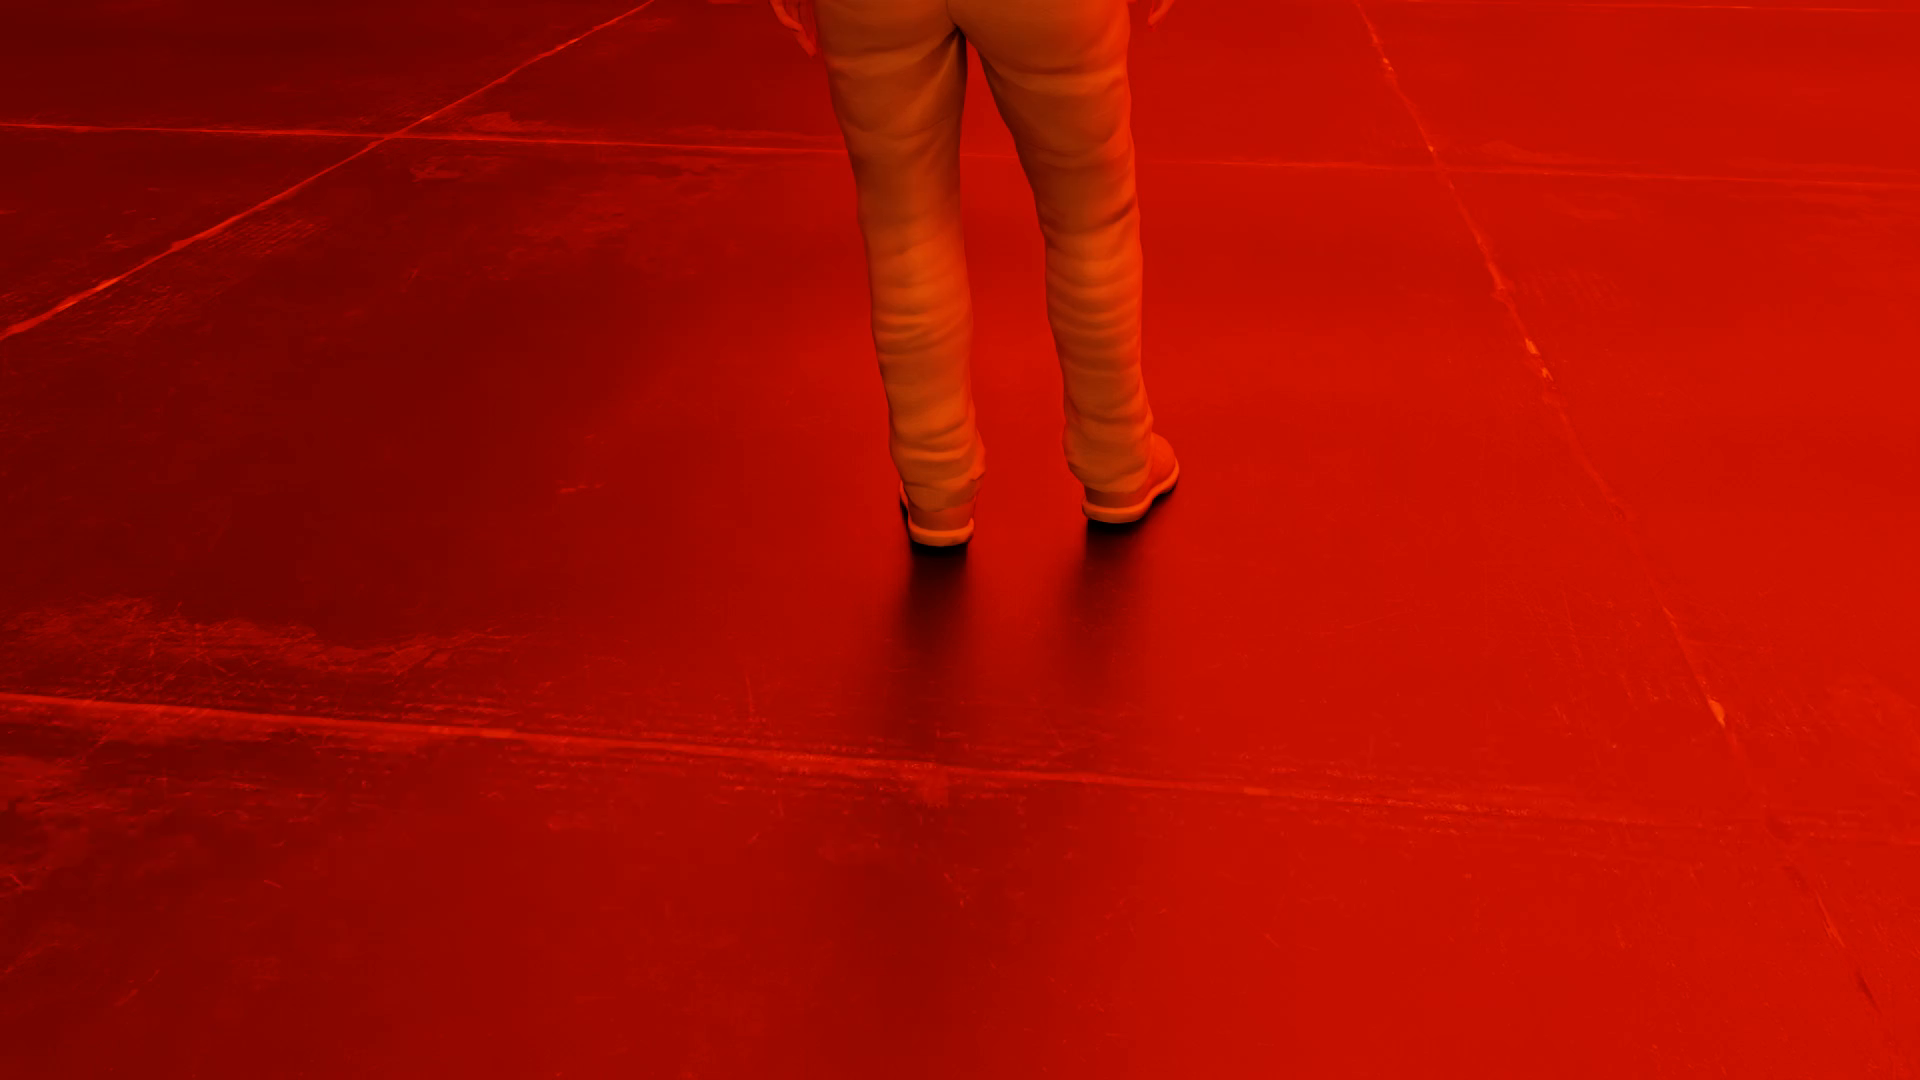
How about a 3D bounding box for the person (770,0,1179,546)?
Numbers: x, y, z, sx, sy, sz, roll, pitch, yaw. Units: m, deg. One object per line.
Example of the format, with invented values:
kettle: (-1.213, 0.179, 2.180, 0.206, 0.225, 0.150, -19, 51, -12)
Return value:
person: (0.033, -0.784, 2.190, 0.598, 1.670, 0.529, 3, 27, 7)
